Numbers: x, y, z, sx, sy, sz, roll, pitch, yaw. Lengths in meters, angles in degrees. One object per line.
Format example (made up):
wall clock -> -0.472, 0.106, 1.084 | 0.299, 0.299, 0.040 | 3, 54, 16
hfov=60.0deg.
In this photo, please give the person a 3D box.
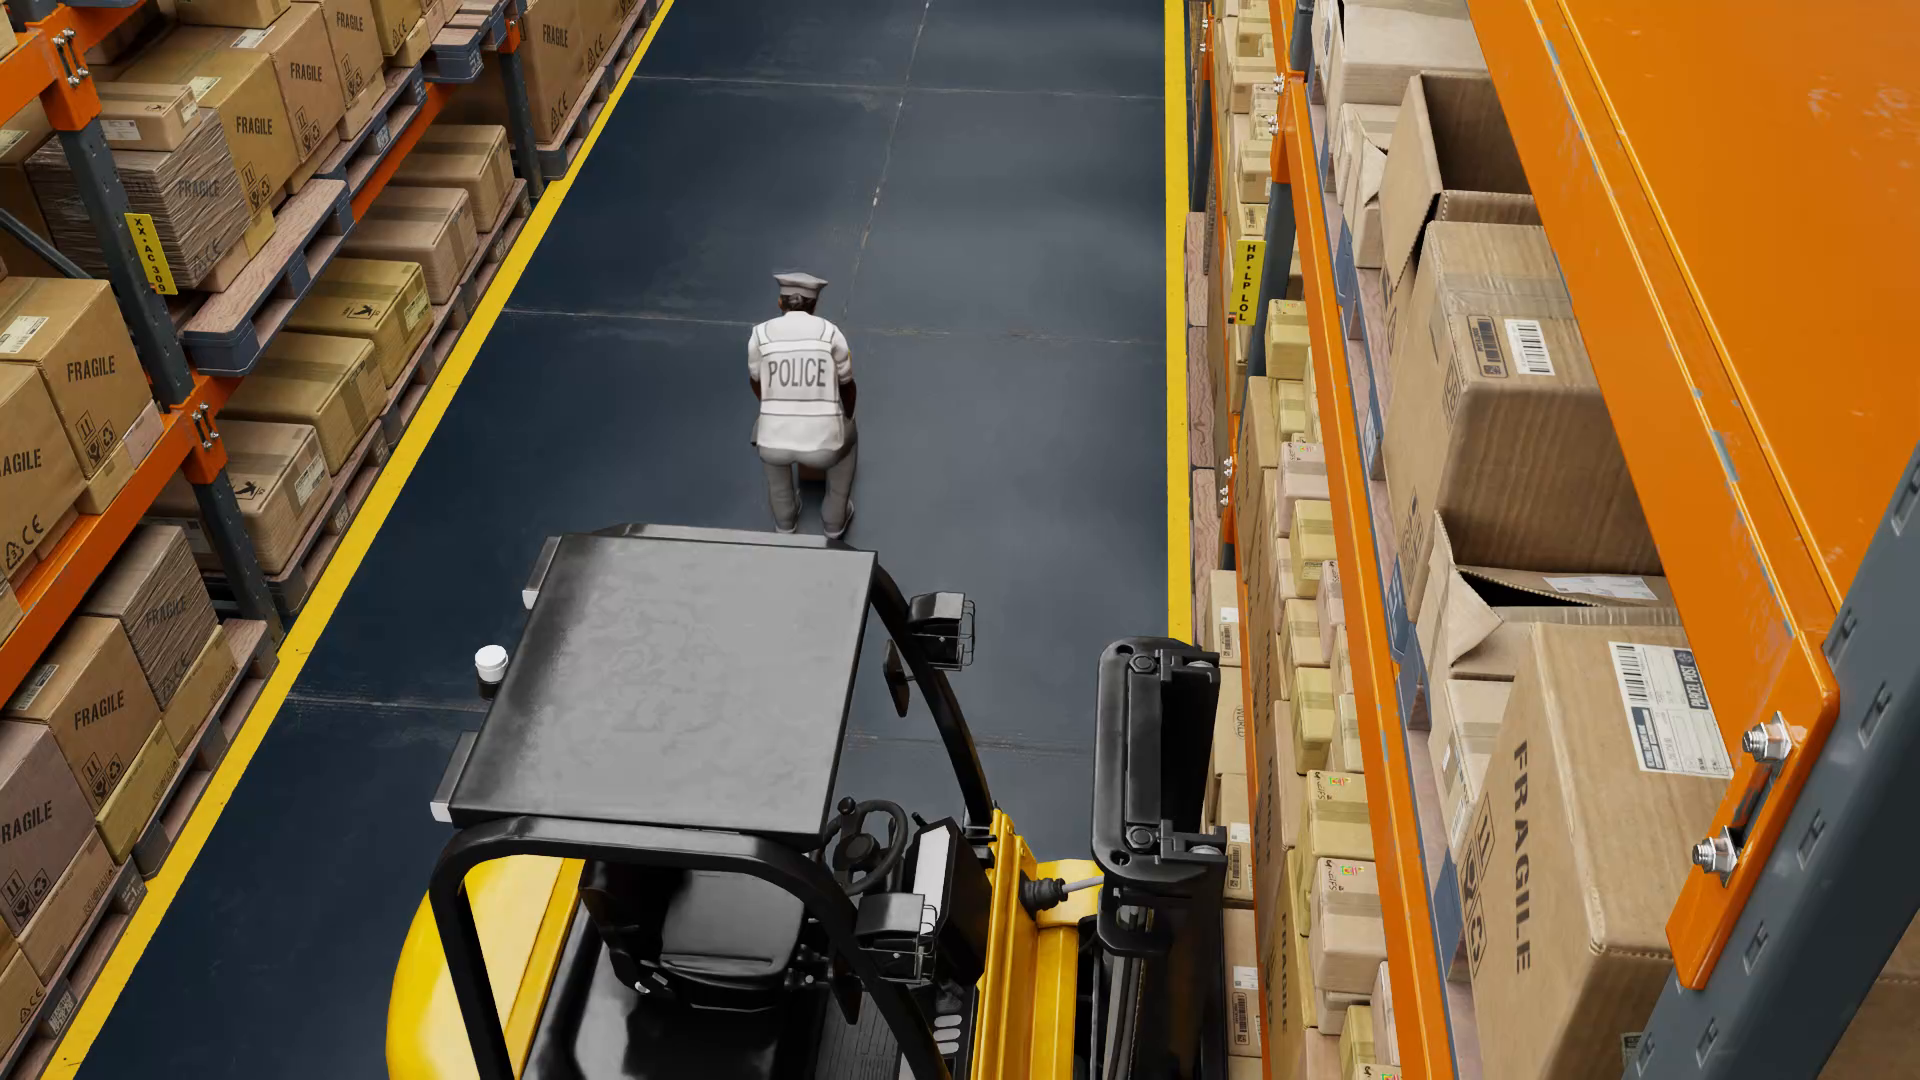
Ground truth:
person -> -0.720, -0.559, 7.541 | 0.491, 1.109, 0.828 | 3, 40, 4
